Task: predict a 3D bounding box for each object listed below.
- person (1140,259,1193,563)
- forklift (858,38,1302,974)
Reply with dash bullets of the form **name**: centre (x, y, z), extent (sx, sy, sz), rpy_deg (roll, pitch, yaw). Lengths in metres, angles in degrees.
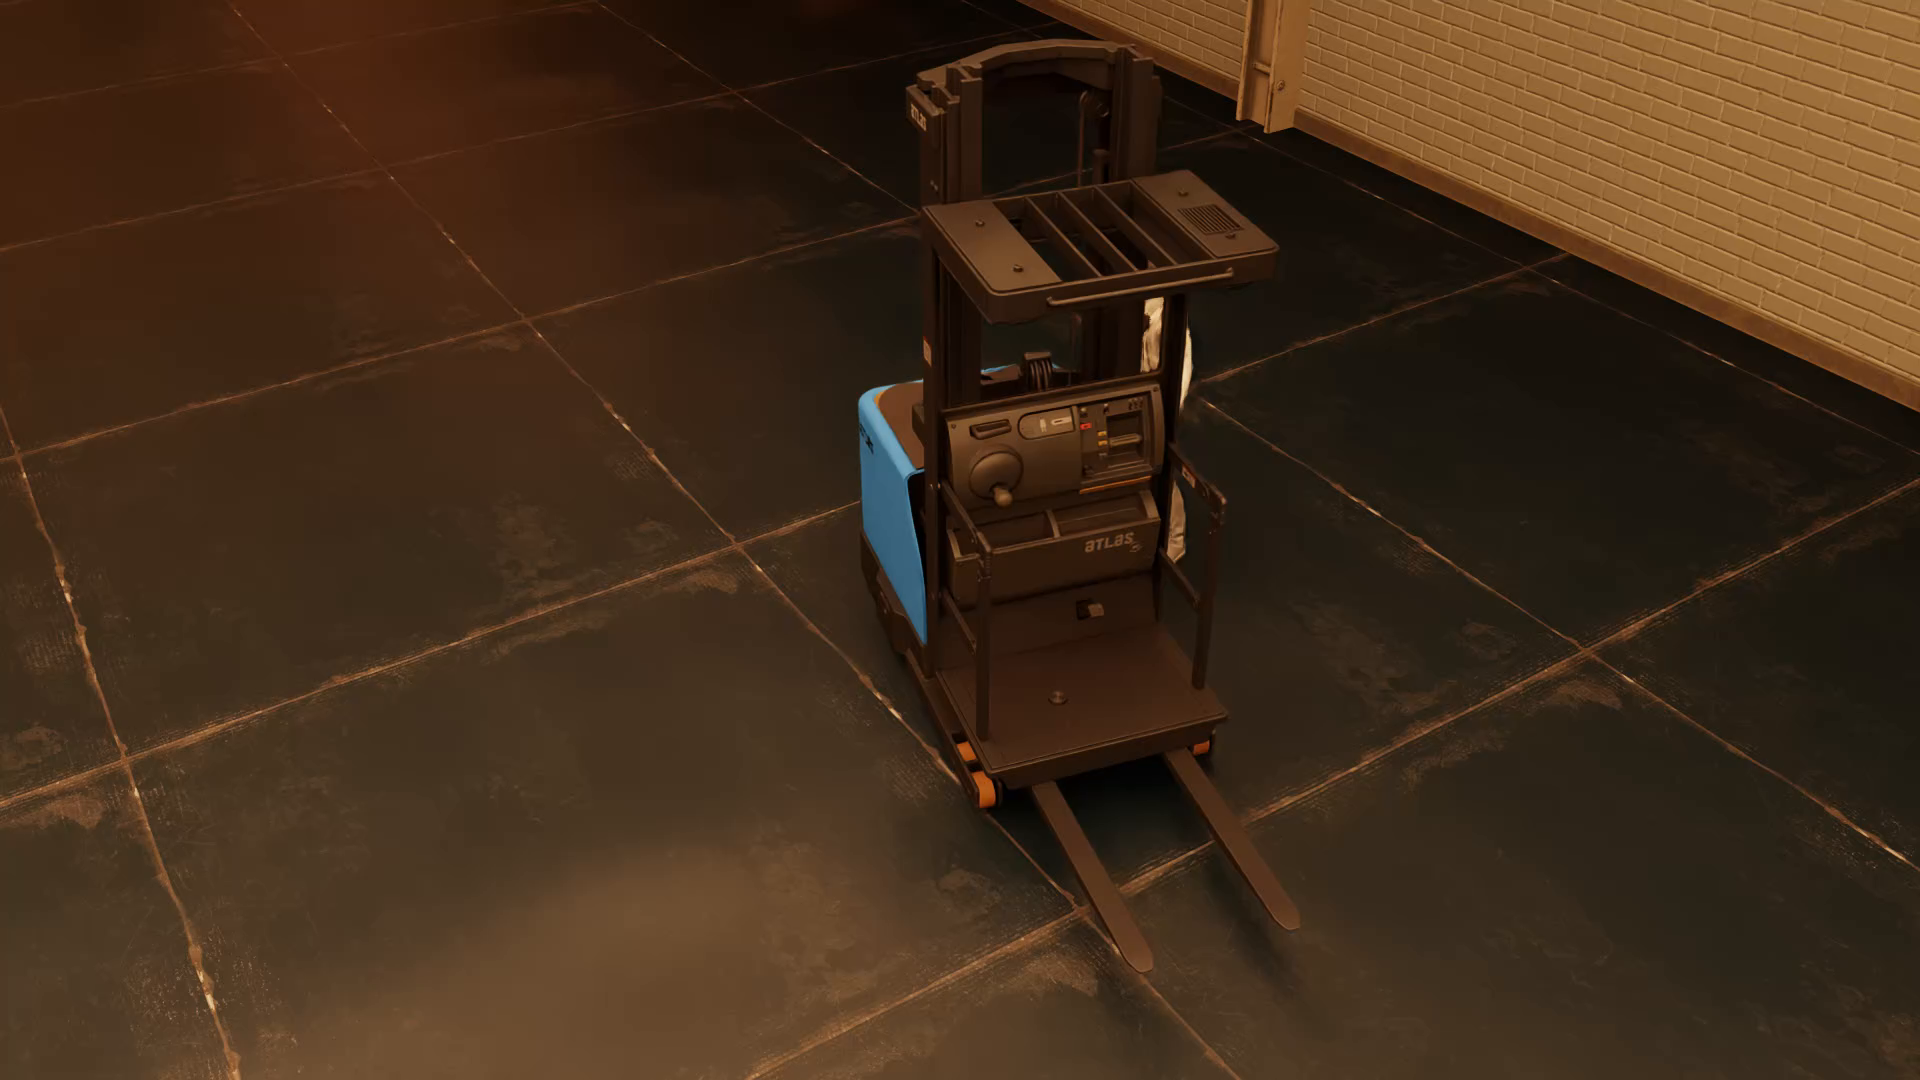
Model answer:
- **person**: centre (0.950, -0.701, 8.268), extent (0.341, 1.645, 0.715), rpy_deg (-12, 37, -17)
- **forklift**: centre (0.470, -0.322, 6.606), extent (1.130, 2.935, 3.031), rpy_deg (-11, 37, -16)
